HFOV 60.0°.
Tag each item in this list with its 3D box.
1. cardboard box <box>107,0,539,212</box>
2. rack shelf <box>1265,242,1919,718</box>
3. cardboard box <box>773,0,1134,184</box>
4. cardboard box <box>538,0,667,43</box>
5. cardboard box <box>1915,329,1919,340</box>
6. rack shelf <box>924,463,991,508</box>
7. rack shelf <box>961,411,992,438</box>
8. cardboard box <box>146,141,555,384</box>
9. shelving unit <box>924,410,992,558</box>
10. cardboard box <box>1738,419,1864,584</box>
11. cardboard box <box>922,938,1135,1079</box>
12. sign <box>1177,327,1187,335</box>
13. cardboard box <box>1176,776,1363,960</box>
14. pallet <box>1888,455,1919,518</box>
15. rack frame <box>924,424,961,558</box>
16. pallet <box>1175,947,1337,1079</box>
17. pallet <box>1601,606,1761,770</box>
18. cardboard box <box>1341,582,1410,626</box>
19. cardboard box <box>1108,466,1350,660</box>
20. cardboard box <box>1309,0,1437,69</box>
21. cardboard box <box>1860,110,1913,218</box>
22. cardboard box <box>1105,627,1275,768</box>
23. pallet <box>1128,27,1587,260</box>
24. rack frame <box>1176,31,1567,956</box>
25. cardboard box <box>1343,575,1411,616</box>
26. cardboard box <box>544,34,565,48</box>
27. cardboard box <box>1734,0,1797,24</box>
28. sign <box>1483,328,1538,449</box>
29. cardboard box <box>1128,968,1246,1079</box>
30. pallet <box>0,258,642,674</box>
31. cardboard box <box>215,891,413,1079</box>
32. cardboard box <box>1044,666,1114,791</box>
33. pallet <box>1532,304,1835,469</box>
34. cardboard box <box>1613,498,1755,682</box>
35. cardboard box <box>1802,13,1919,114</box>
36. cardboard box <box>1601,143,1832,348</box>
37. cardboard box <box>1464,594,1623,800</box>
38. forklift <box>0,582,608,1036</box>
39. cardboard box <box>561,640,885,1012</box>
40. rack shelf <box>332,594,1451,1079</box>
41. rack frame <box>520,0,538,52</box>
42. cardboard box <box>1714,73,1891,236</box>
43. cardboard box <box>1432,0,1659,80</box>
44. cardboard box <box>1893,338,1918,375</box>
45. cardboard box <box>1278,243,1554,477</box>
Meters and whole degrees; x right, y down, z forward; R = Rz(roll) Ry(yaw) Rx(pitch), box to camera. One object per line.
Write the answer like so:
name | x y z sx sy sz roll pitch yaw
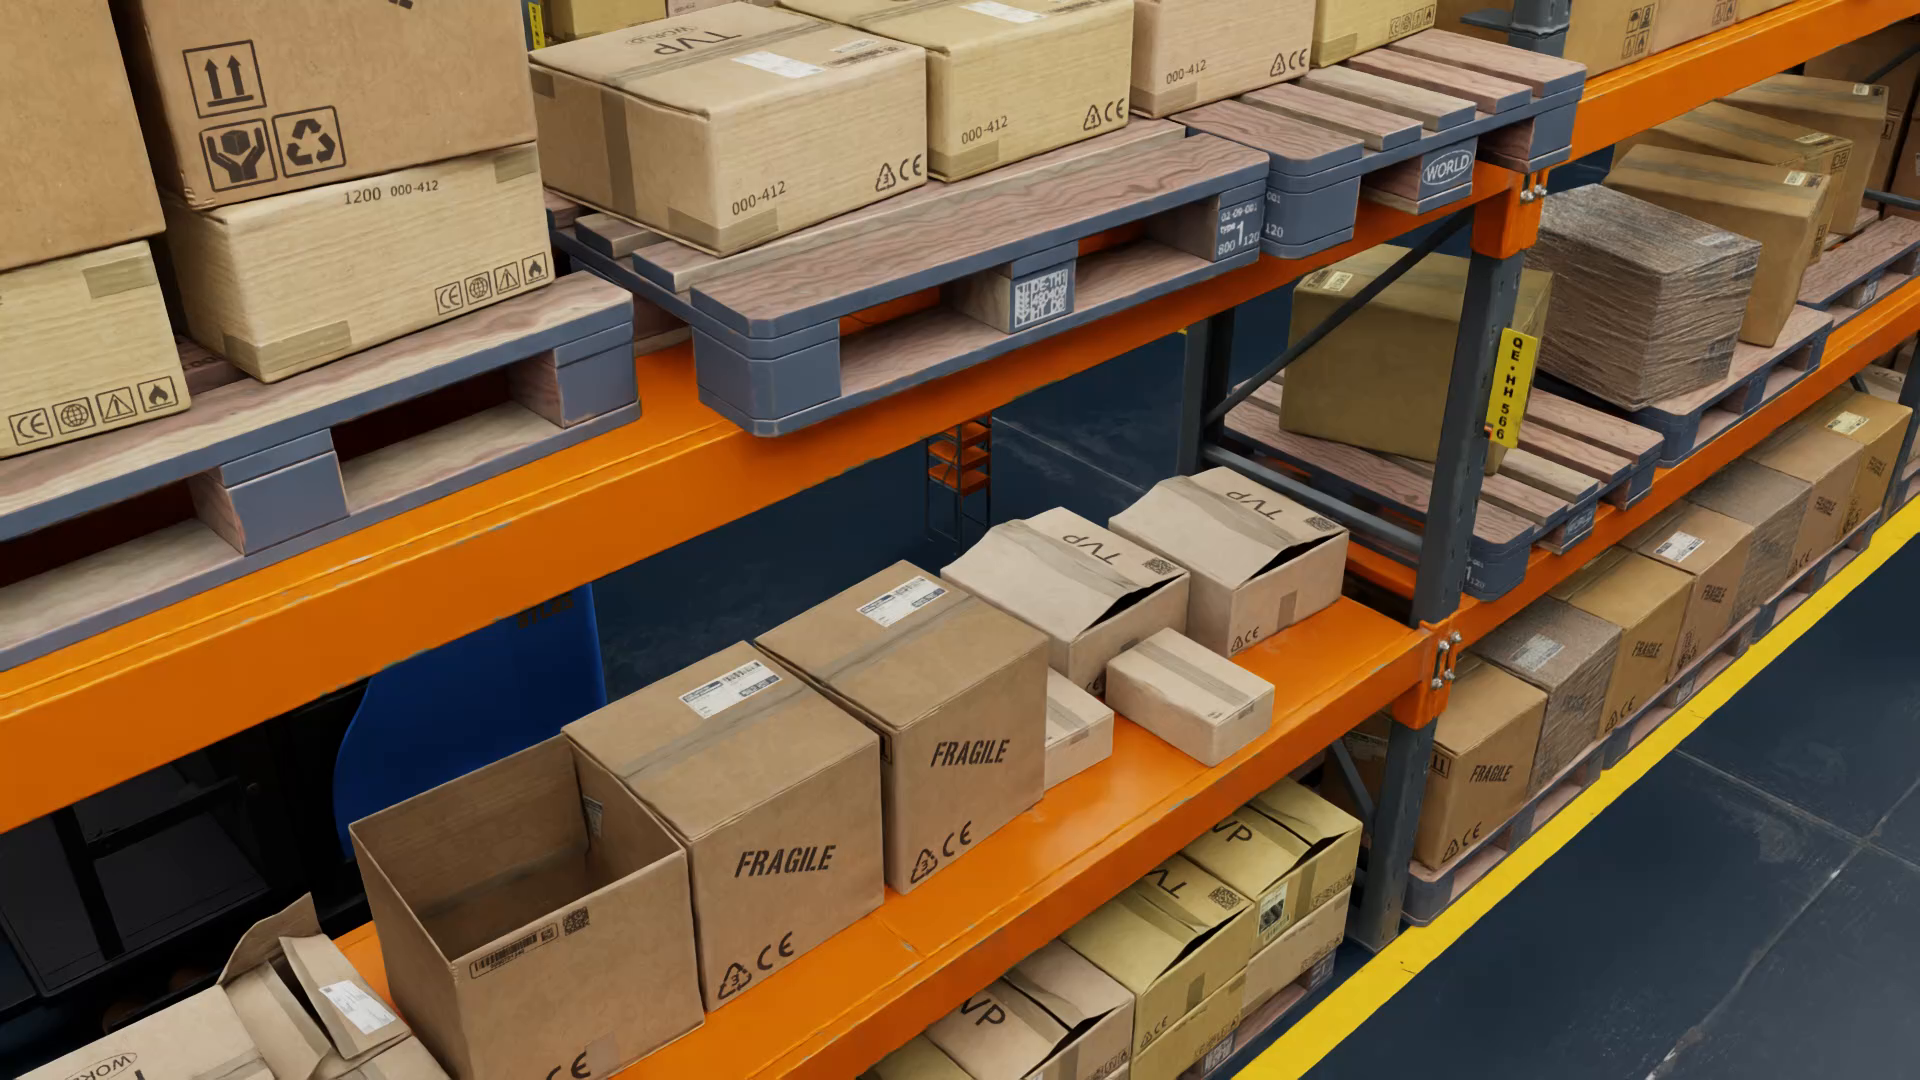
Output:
cardboard box | -0.971 -0.828 2.376 0.500 0.500 0.500 -22 38 -31
rack shelf | 2.548 -0.520 6.415 4.000 0.370 1.077 -26 40 -35
cardboard box | -0.013 -0.939 3.276 0.500 0.250 0.500 -27 40 -36
cardboard box | -1.760 -2.582 7.978 0.500 0.250 0.500 -25 39 -34
cardboard box | 5.388 -1.328 9.017 0.637 0.503 0.797 -26 40 -35
rack shelf | -0.011 -0.264 7.577 0.180 0.103 0.258 -26 40 -35
rack shelf | -0.011 -0.571 7.389 0.180 0.103 0.258 -26 40 -35
cardboard box | -0.993 -0.505 2.566 0.500 0.250 0.500 25 39 34
shelving unit | -0.011 -0.507 7.429 0.189 1.200 0.258 -26 40 -35
cardboard box | 3.479 -0.201 7.178 0.500 0.500 0.500 -26 40 -35
cardboard box | 0.116 1.282 4.474 0.500 0.311 0.500 -26 40 -36
sign | 0.705 -0.782 5.120 0.005 0.325 0.100 -26 40 -35
cardboard box | 0.864 0.917 5.071 0.500 0.311 0.500 -25 39 -34
pallet | 4.518 -0.590 8.513 1.213 0.211 1.003 -26 40 -35
rack frame | -0.078 -0.474 7.376 0.006 1.200 0.240 -26 40 -35
pallet | 0.451 1.349 5.342 1.213 0.211 1.003 -26 40 -35
pallet | 2.549 0.391 6.908 1.213 0.211 1.003 -26 40 -35
cardboard box | 1.607 0.339 6.294 0.500 0.500 0.500 -24 39 -34
cardboard box | 0.785 0.033 4.907 0.500 0.311 0.500 -23 38 -33
cardboard box | 0.787 -1.330 3.916 0.500 0.250 0.500 26 40 35
cardboard box | 4.206 -1.855 7.812 0.500 0.500 0.500 -25 39 -35
cardboard box | 0.609 0.414 4.438 0.250 0.149 0.380 -26 40 -35
pallet | 0.644 -1.042 3.884 1.003 0.211 1.213 -24 39 -33
rack frame | 1.081 -0.118 5.067 0.127 3.000 1.000 -26 40 -35
cardboard box | 1.646 -0.002 6.134 0.500 0.250 0.500 -24 39 -34
cardboard box | -1.760 -2.264 8.177 0.500 0.500 0.500 -24 39 -34
cardboard box | 2.133 -1.973 5.130 0.500 0.500 0.910 -26 40 -35
sign | 1.461 -0.401 4.420 0.005 0.325 0.100 -26 40 -35
cardboard box | 0.486 1.340 4.916 0.500 0.250 0.500 -26 40 -36
pallet | -1.214 -0.215 2.534 0.805 0.209 1.217 27 41 37
cardboard box | -1.332 0.976 3.407 0.258 0.266 0.396 -27 40 -37
cardboard box | 0.184 0.463 4.358 0.250 0.149 0.380 -23 38 -32
pallet | 2.504 -0.727 6.248 1.213 0.211 1.003 -26 40 -35
cardboard box | 2.740 0.158 6.591 0.500 0.500 0.500 -27 41 -37
cardboard box | 4.209 -2.284 7.556 0.500 0.500 0.500 -26 40 -35
cardboard box | 2.761 -1.108 6.188 0.700 0.500 0.500 18 36 27
cardboard box | 1.989 0.521 5.997 0.500 0.500 0.500 -27 41 -37
forklift | -2.690 0.022 4.905 3.031 2.935 1.130 -25 40 -35
cardboard box | -0.524 0.628 3.752 0.500 0.500 0.500 -26 40 -35
rack shelf | -0.385 0.899 4.095 4.000 0.370 1.077 -26 40 -35
rack frame | -2.290 -2.011 8.164 0.127 3.000 1.000 -26 40 -35
cardboard box | 3.515 -1.676 7.117 0.700 0.500 0.500 15 35 23
cardboard box | 1.378 -1.608 4.533 0.500 0.500 0.910 -26 40 -35
cardboard box | 5.097 -0.892 8.628 0.250 0.166 0.380 -26 40 -35
cardboard box | 1.466 -0.606 5.367 0.700 0.500 0.500 15 35 23
